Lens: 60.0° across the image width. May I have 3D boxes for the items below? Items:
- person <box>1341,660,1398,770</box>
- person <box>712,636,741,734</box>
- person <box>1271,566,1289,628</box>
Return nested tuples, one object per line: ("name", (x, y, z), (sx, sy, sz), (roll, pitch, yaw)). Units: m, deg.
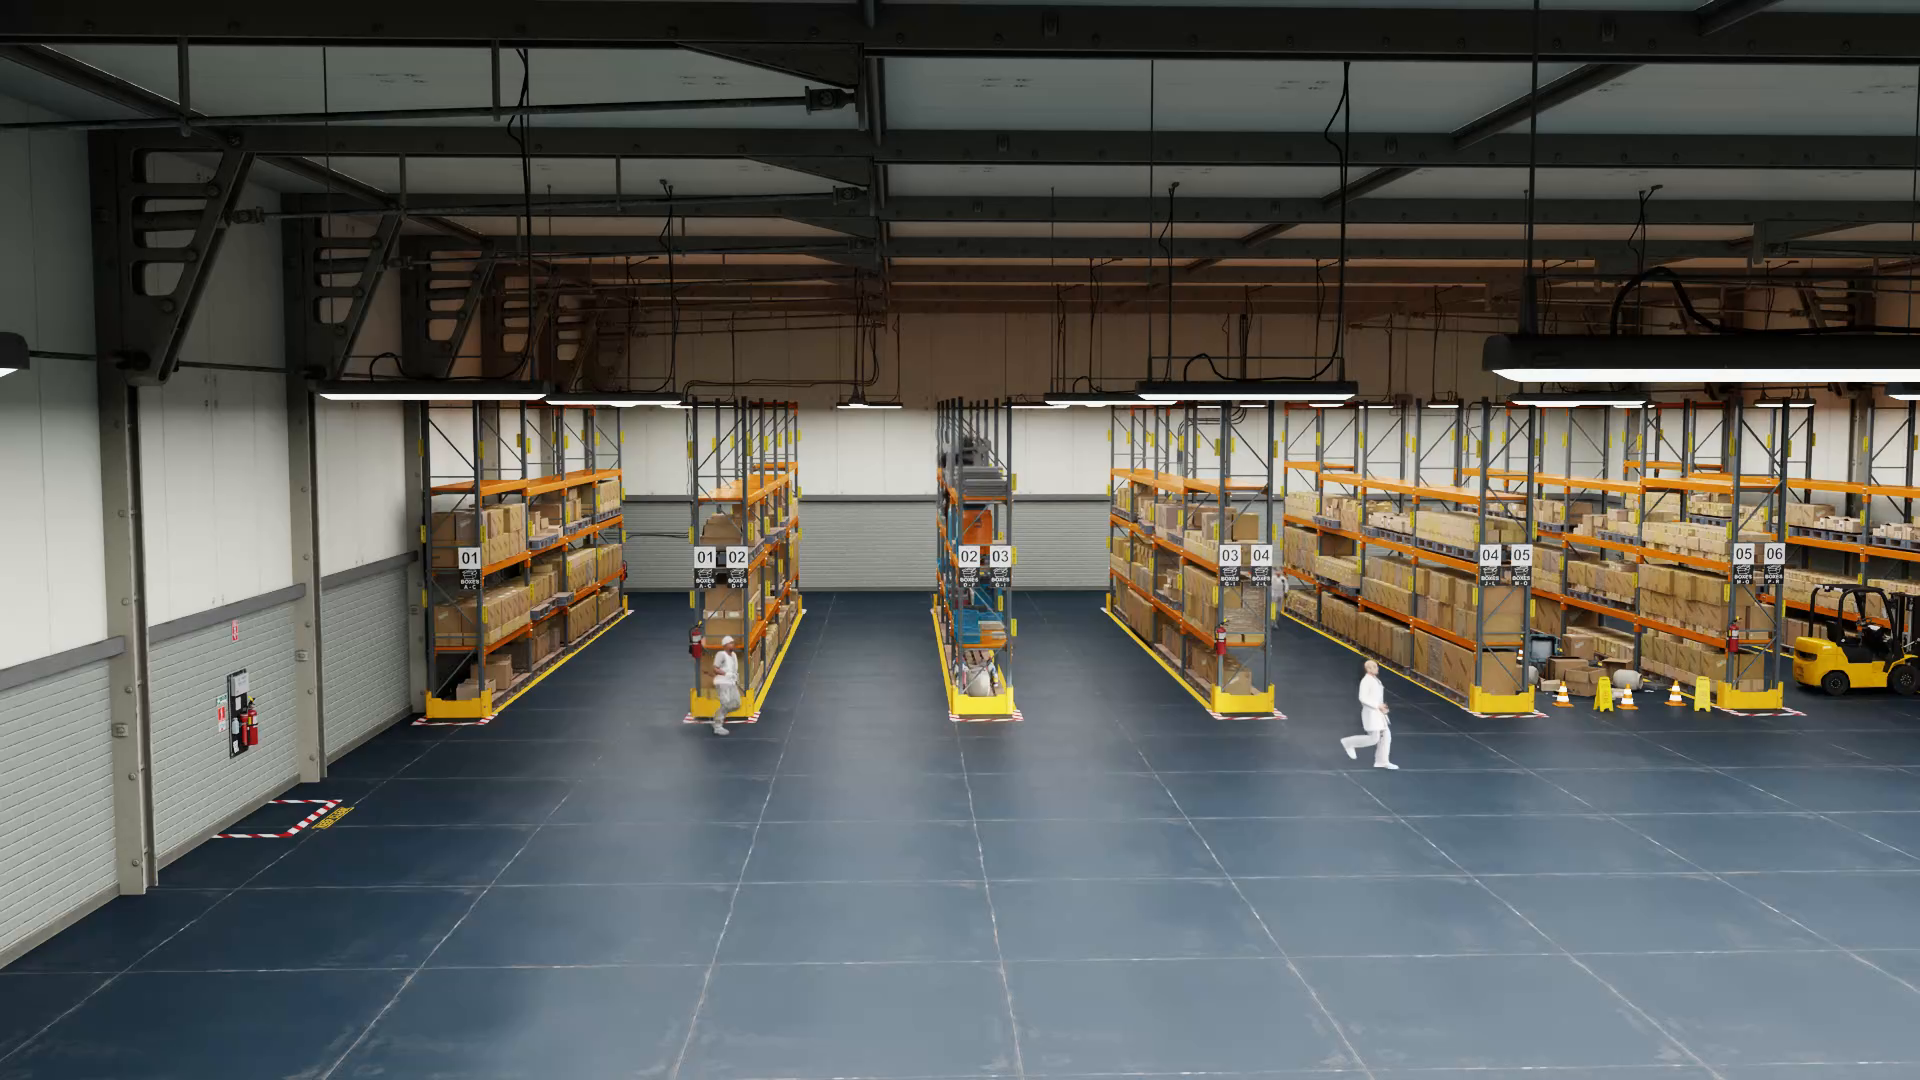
("person", (6.608, 2.797, 26.737), (0.904, 1.744, 0.725), (2, 5, 28))
("person", (-4.135, 2.572, 29.653), (0.626, 1.721, 0.720), (2, 5, 26))
("person", (8.391, 1.507, 43.794), (0.596, 1.665, 0.551), (0, 4, -4))
